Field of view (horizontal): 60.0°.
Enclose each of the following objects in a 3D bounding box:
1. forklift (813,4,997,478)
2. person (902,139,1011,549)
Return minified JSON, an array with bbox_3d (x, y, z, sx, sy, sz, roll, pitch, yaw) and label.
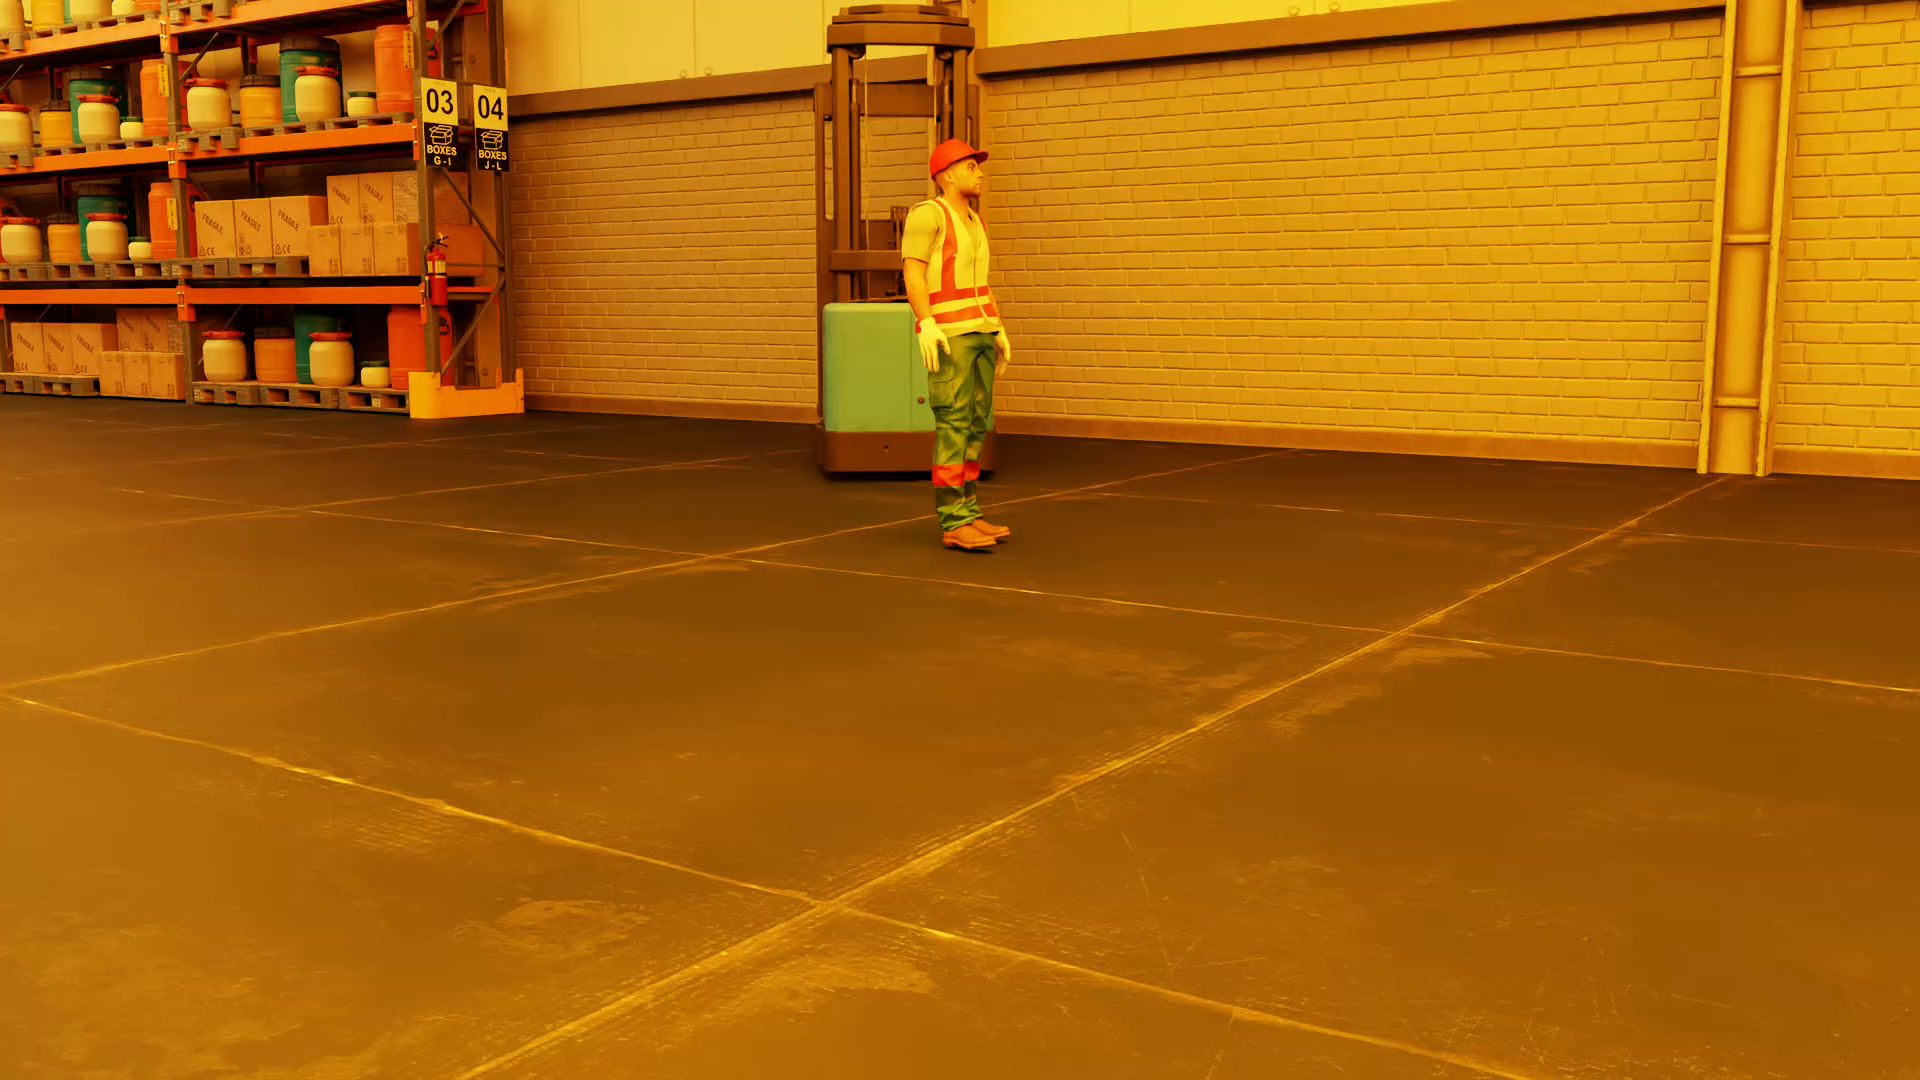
[{"bbox_3d":[-0.438,-2.006,11.302,1.130,2.935,3.031,-1,8,-6],"label":"forklift"},{"bbox_3d":[0.061,-0.885,7.423,0.562,1.789,0.638,5,10,34],"label":"person"}]
